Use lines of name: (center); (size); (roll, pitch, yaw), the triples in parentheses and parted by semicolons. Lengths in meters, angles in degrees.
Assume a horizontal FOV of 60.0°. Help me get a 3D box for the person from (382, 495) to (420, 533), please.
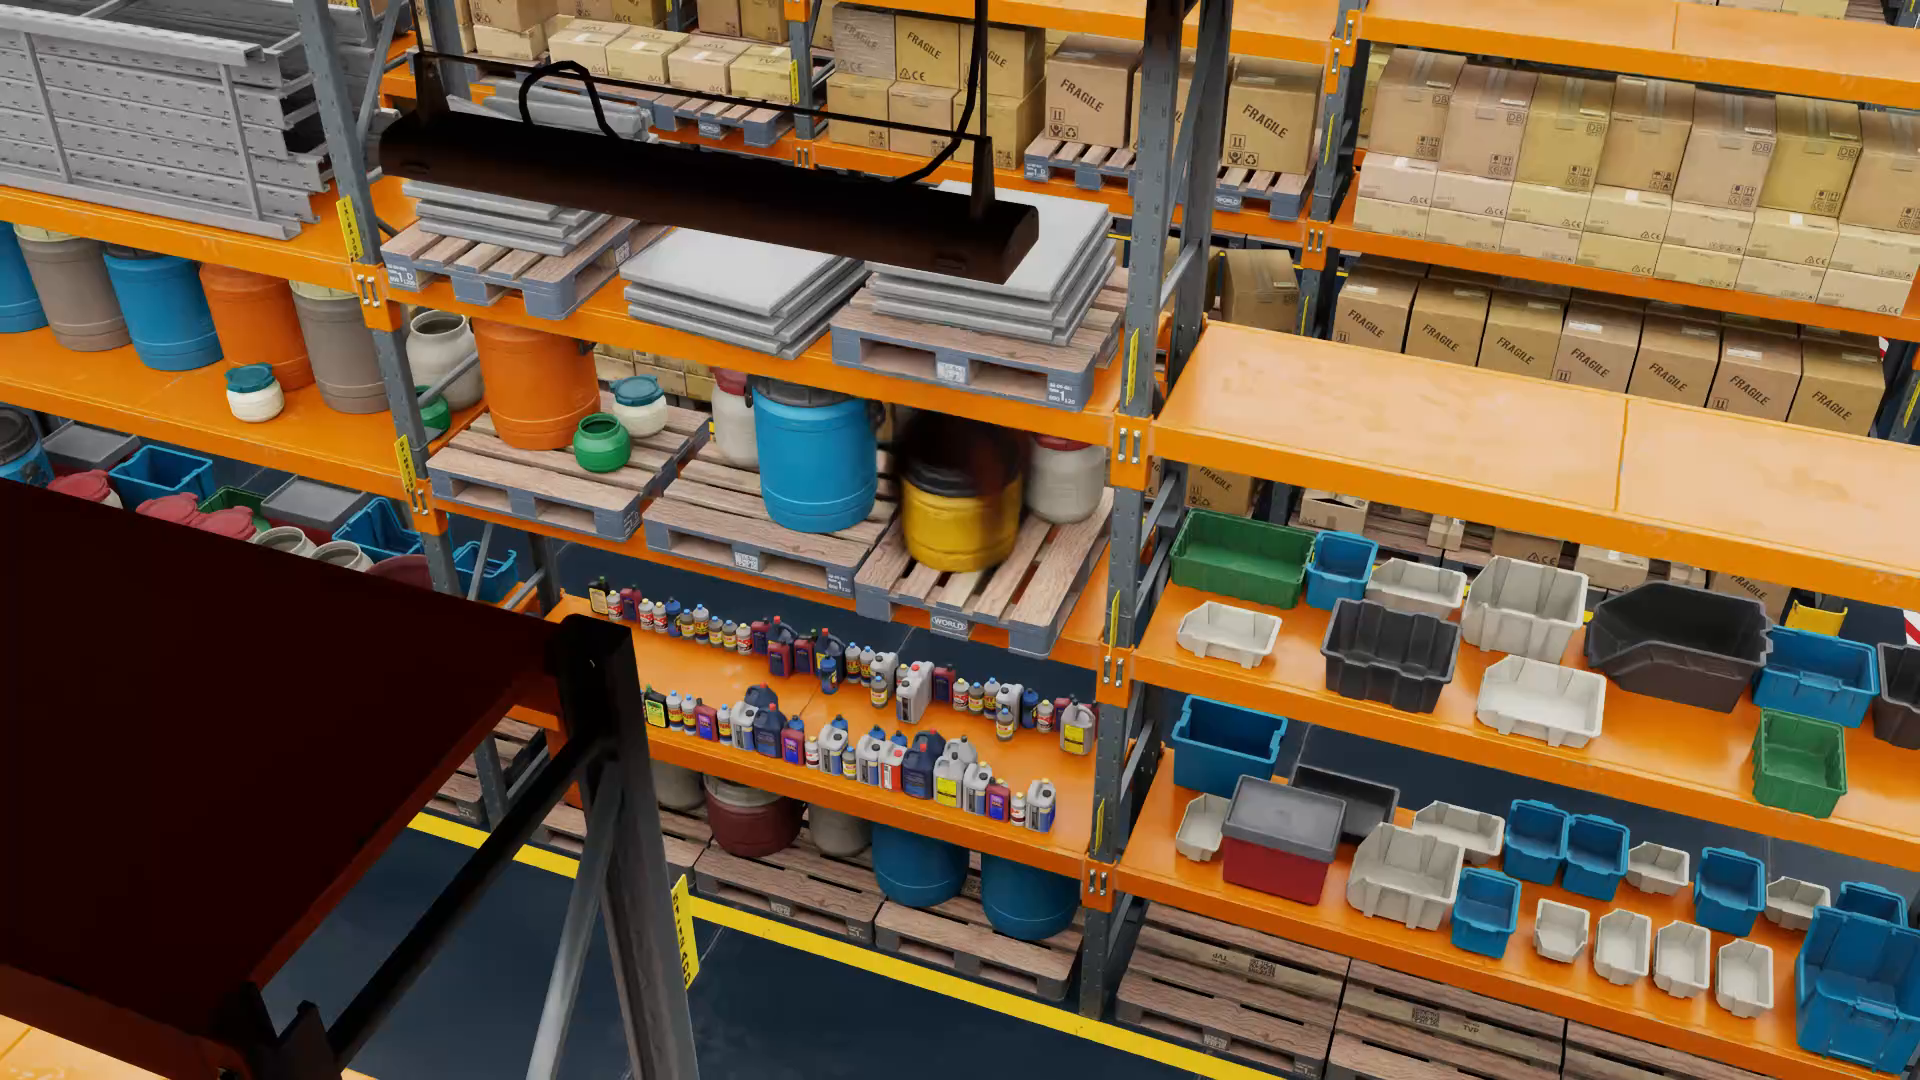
person: (-4.493, -0.743, 12.897); (0.675, 1.790, 0.392); (16, 39, 20)
